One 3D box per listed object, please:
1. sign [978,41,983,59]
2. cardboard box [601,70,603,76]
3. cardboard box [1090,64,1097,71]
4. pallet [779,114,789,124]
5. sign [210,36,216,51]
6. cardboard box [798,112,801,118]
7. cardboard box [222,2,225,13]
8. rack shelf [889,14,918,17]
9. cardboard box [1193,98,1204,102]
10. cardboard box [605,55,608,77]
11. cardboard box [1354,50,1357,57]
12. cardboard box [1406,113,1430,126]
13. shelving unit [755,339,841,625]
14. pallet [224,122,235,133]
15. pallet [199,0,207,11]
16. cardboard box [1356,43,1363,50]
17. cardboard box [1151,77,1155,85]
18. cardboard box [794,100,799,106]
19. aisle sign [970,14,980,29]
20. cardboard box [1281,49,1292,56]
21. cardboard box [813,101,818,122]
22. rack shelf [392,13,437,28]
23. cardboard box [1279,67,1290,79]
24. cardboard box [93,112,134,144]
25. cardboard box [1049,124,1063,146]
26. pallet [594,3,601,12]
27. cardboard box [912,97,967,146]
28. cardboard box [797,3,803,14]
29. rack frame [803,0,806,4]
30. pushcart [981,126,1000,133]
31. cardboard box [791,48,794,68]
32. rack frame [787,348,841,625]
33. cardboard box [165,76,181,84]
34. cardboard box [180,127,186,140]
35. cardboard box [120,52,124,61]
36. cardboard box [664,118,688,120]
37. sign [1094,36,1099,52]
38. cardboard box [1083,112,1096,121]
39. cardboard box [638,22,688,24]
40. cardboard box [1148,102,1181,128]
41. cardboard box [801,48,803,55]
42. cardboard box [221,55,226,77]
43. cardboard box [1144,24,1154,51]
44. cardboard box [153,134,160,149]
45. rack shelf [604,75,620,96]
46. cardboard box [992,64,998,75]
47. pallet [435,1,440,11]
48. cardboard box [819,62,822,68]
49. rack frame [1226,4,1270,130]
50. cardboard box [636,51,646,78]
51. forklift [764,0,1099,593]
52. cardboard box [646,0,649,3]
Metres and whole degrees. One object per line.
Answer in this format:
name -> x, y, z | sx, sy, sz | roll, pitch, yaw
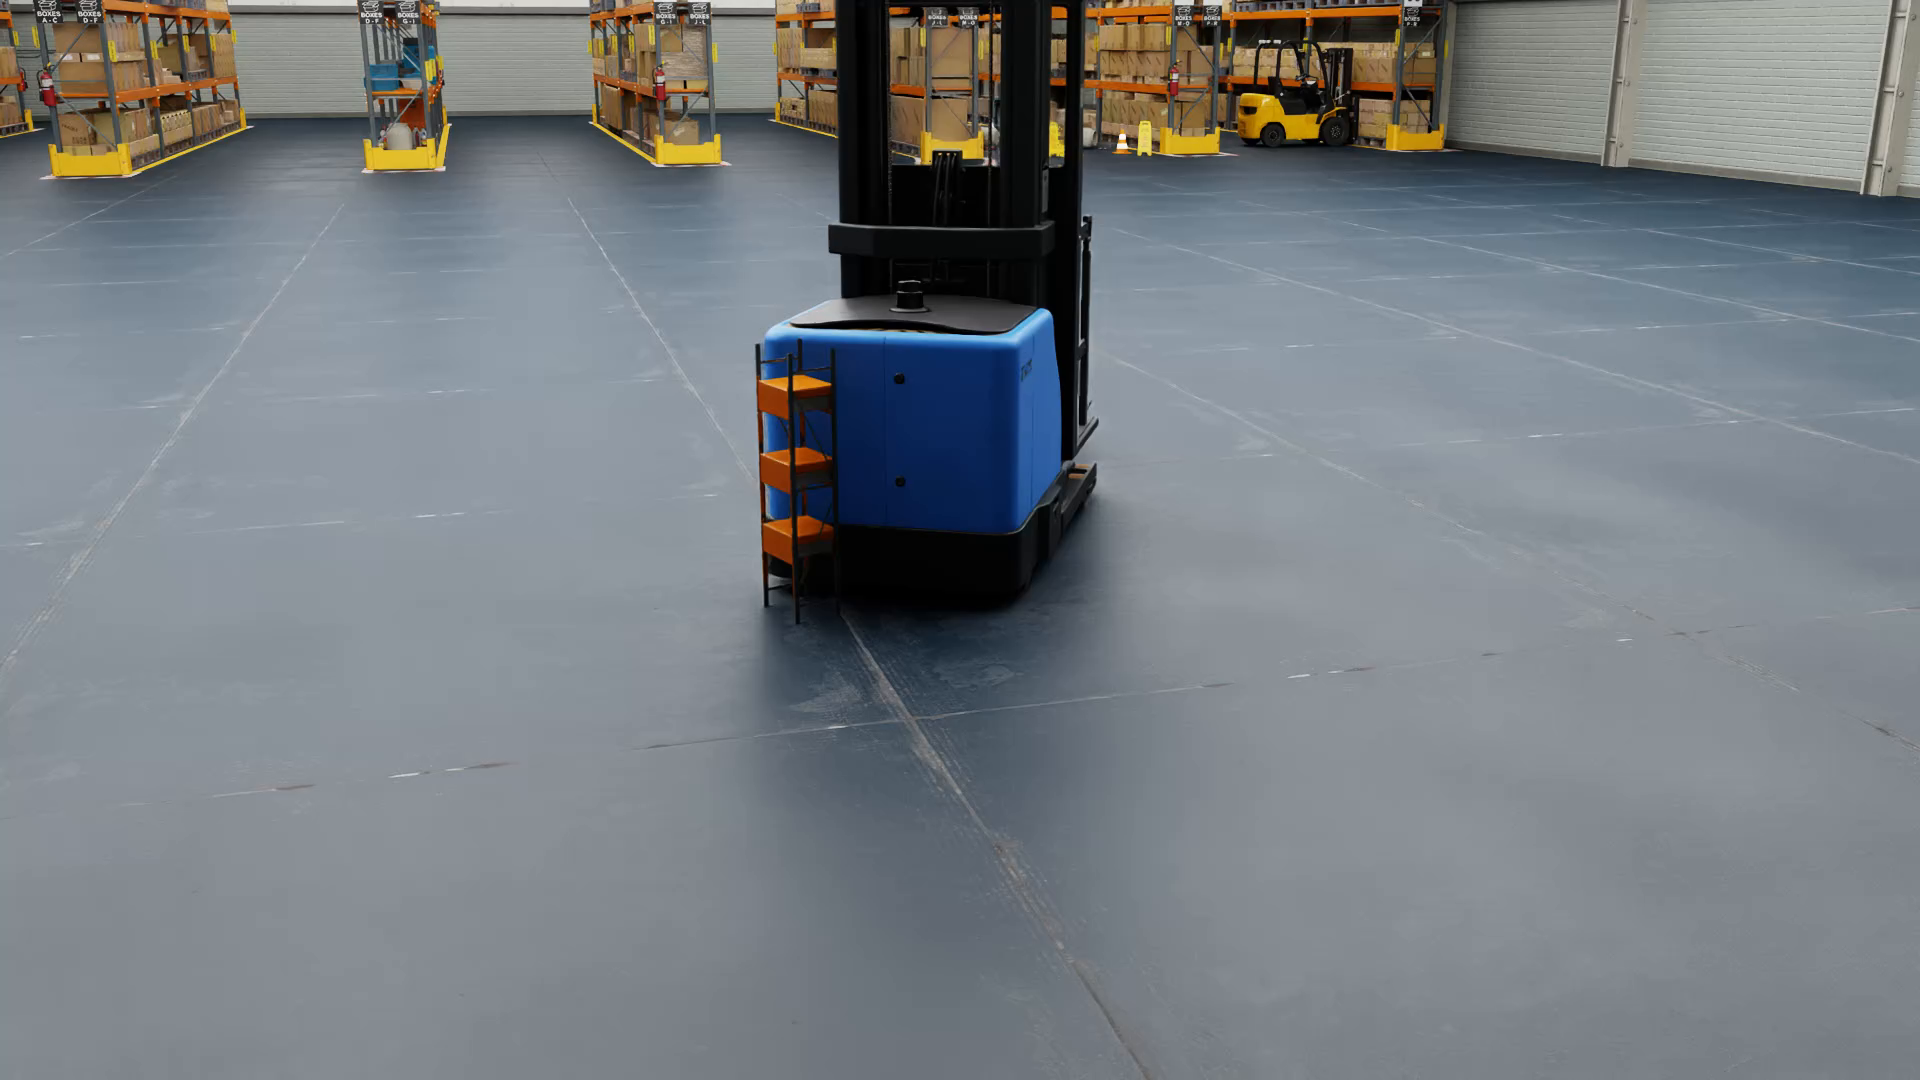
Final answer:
sign -> 0.385, -9.181, 31.159 | 0.100, 0.325, 0.005 | -5, 17, -15
cardboard box -> -8.785, -11.722, 41.697 | 0.380, 0.149, 0.250 | -5, 17, -16
cardboard box -> 3.075, -10.413, 36.611 | 0.380, 0.149, 0.250 | -4, 17, -14
pallet -> -4.338, -11.528, 45.462 | 1.003, 0.211, 1.213 | -5, 17, -15
sign -> -17.238, -11.458, 38.372 | 0.100, 0.325, 0.005 | -5, 17, -15
cardboard box -> -4.009, -11.069, 43.314 | 0.380, 0.149, 0.250 | -5, 18, -17
cardboard box -> -18.349, -13.070, 40.795 | 0.500, 0.250, 0.500 | -5, 17, -15
rack shelf -> -1.799, -11.438, 36.352 | 1.077, 0.370, 4.000 | -5, 17, -15
cardboard box -> 6.397, -11.242, 43.278 | 0.500, 0.500, 0.500 | -5, 18, -17
cardboard box -> -8.359, -11.542, 40.489 | 0.500, 0.500, 0.500 | -5, 17, -15
cardboard box -> 8.630, -10.360, 35.427 | 0.380, 0.149, 0.250 | -5, 17, -16
cardboard box -> 9.423, -8.769, 34.611 | 0.500, 0.250, 0.500 | -4, 17, -14
shelving unit -> -0.618, -0.223, 6.366 | 0.215, 1.050, 0.252 | -12, 20, -34
pallet -> -18.298, -10.052, 40.548 | 1.003, 0.211, 1.213 | -5, 17, -15
pallet -> -17.659, -12.020, 37.365 | 1.213, 0.211, 1.003 | -5, 17, -15
cardboard box -> 8.604, -10.427, 35.133 | 0.380, 0.149, 0.250 | -4, 17, -14
cardboard box -> 4.046, -9.206, 33.321 | 0.380, 0.149, 0.250 | -5, 17, -16
cardboard box -> -4.140, -11.485, 43.665 | 0.380, 0.149, 0.250 | -6, 18, -18
aisle sign -> 0.462, -14.821, 47.058 | 0.394, 0.787, 0.004 | -5, 17, -15
cardboard box -> 7.641, -11.245, 38.372 | 0.380, 0.149, 0.250 | -5, 18, -17
cardboard box -> -3.353, -10.638, 41.267 | 0.500, 0.500, 0.500 | -4, 17, -13
rack shelf -> -13.557, -12.895, 41.203 | 1.077, 0.370, 4.000 | -5, 17, -15
cardboard box -> 7.720, -10.791, 38.422 | 0.500, 0.250, 0.500 | -5, 17, -16
cardboard box -> -14.546, -7.087, 28.578 | 0.500, 0.500, 0.500 | -5, 17, -15
cardboard box -> 1.664, -8.196, 33.861 | 0.637, 0.503, 0.797 | 11, 20, 32
pallet -> -8.792, -13.599, 42.451 | 1.003, 0.211, 1.213 | -5, 17, -15
cardboard box -> -0.400, -8.052, 32.007 | 0.875, 0.875, 0.875 | -5, 17, -15
cardboard box -> -3.843, -13.485, 42.176 | 0.500, 0.250, 0.500 | -4, 17, -14
rack frame -> -3.448, -14.879, 41.342 | 1.000, 3.000, 0.127 | -5, 17, -15
pushcart -> 1.303, -8.762, 35.965 | 1.648, 0.377, 0.936 | -12, 20, -34
cardboard box -> -4.130, -12.589, 43.456 | 0.500, 0.500, 0.500 | -5, 17, -16
rack frame -> -0.547, -0.194, 6.271 | 0.200, 1.050, 0.008 | -12, 20, -34
cardboard box -> -16.159, -9.405, 33.986 | 0.380, 0.149, 0.250 | -5, 17, -15
cardboard box -> -16.012, -8.229, 33.683 | 0.500, 0.250, 0.500 | -4, 17, -14
cardboard box -> -14.730, -8.380, 28.834 | 0.380, 0.149, 0.250 | -5, 17, -16
cardboard box -> -5.454, -7.837, 31.944 | 0.500, 0.500, 0.500 | -3, 17, -10
sign -> 2.949, -10.722, 35.918 | 0.100, 0.325, 0.005 | -5, 17, -15
cardboard box -> 3.134, -9.498, 37.695 | 0.950, 0.372, 0.625 | -4, 17, -12
cardboard box -> -6.130, -10.148, 34.248 | 1.000, 1.000, 1.000 | -5, 17, -15
cardboard box -> 4.110, -8.550, 33.447 | 0.500, 0.500, 0.500 | -5, 17, -15
cardboard box -> -3.782, -12.226, 41.611 | 0.380, 0.149, 0.250 | -4, 17, -12
cardboard box -> -17.928, -11.349, 39.847 | 0.500, 0.500, 0.500 | -5, 17, -16
cardboard box -> 4.099, -10.039, 33.231 | 0.700, 0.500, 0.500 | -5, 17, -15
cardboard box -> -15.235, -7.419, 30.988 | 0.500, 0.250, 0.500 | -5, 17, -15
rack shelf -> -7.695, -10.743, 39.254 | 1.077, 0.370, 4.000 | -5, 17, -15
cardboard box -> 1.150, -12.210, 43.148 | 0.500, 0.250, 0.500 | -5, 17, -17
pallet -> -12.698, -12.387, 38.589 | 1.213, 0.211, 1.003 | -5, 17, -15
cardboard box -> -3.129, -11.289, 39.527 | 0.380, 0.149, 0.250 | -5, 17, -16
rack frame -> 7.154, -11.712, 41.227 | 1.000, 3.000, 0.127 | -5, 17, -15
cardboard box -> -5.879, -9.348, 32.668 | 0.875, 0.500, 0.500 | -5, 17, -15
forklift -> 0.054, -1.578, 7.611 | 1.130, 2.935, 3.031 | 4, 17, 13
cardboard box -> -5.464, -9.938, 30.369 | 0.500, 0.250, 0.500 | -5, 17, -15
